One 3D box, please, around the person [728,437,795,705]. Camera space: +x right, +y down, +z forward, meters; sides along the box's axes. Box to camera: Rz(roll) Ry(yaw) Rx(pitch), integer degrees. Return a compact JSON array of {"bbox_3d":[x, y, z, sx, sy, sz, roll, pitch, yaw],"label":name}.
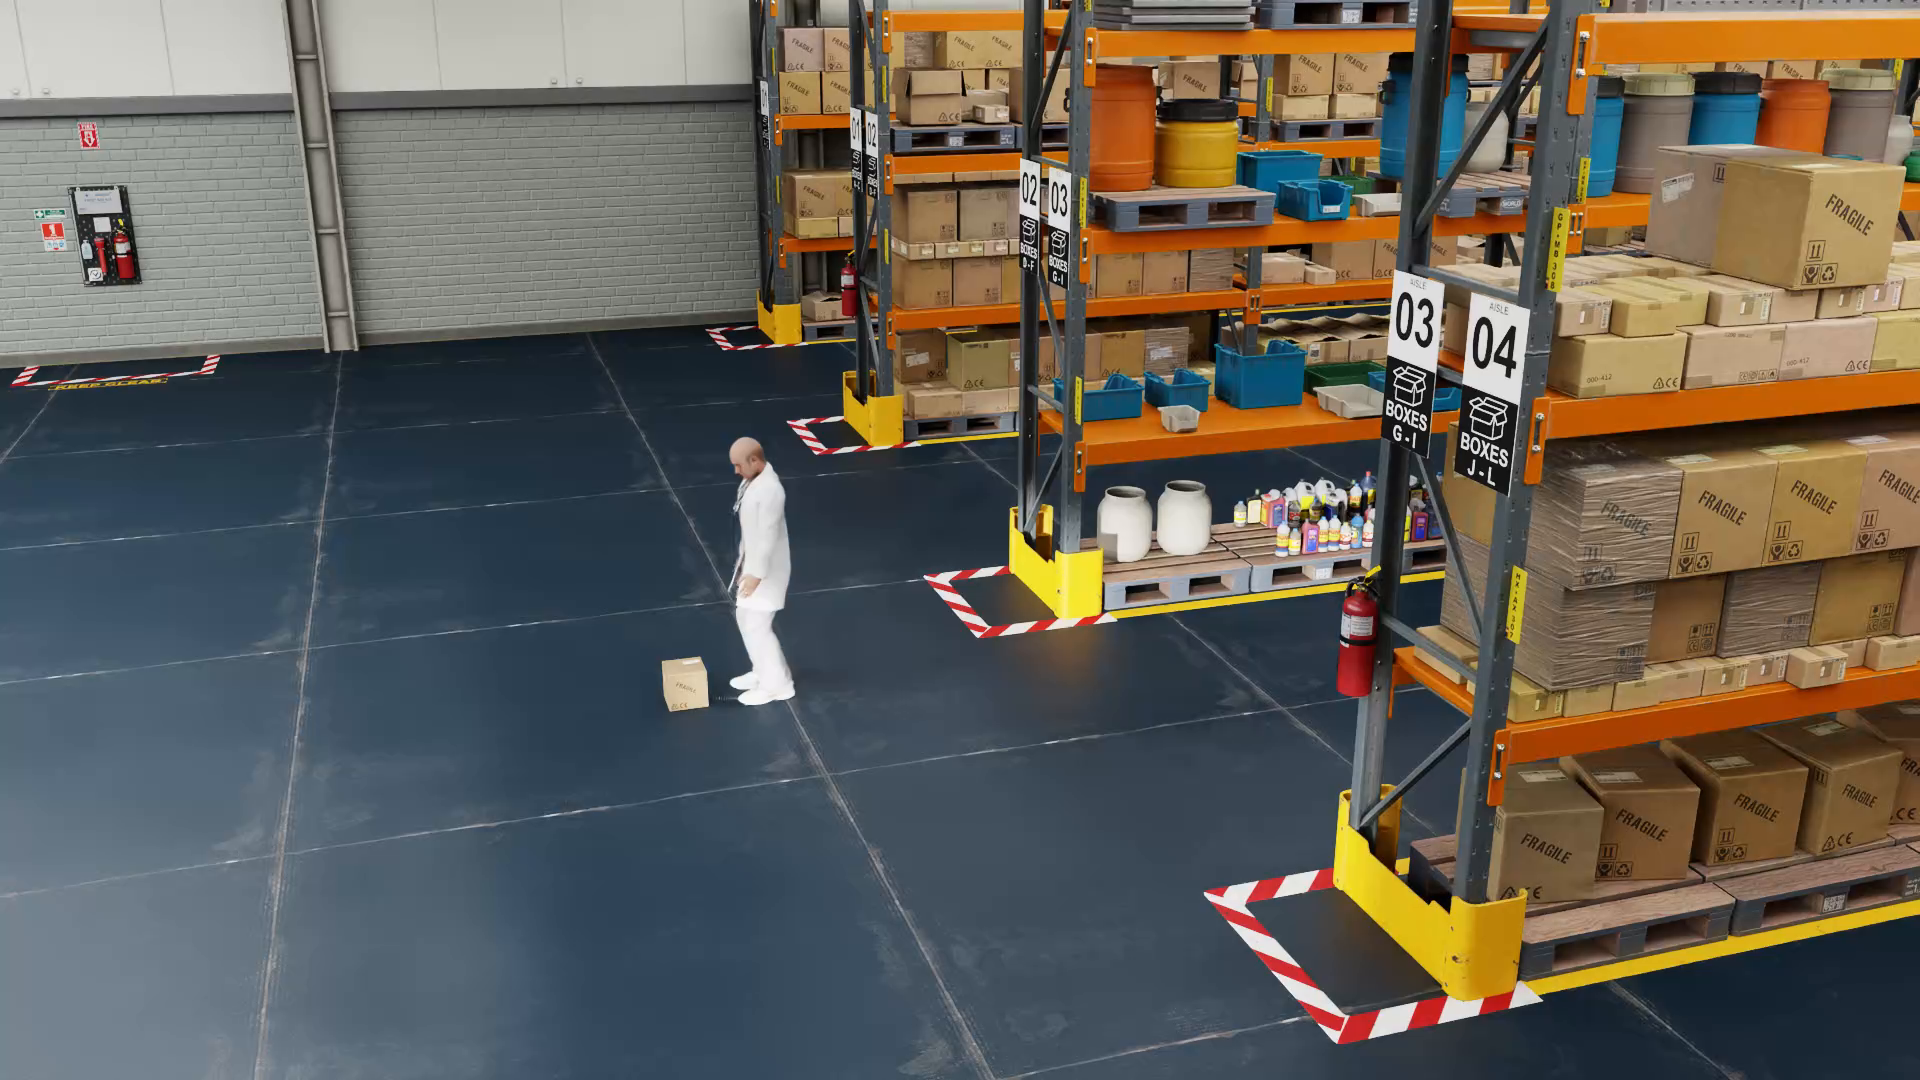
[{"bbox_3d":[-1.280,0.185,10.608,0.395,1.753,0.579,-6,20,-16],"label":"person"}]
